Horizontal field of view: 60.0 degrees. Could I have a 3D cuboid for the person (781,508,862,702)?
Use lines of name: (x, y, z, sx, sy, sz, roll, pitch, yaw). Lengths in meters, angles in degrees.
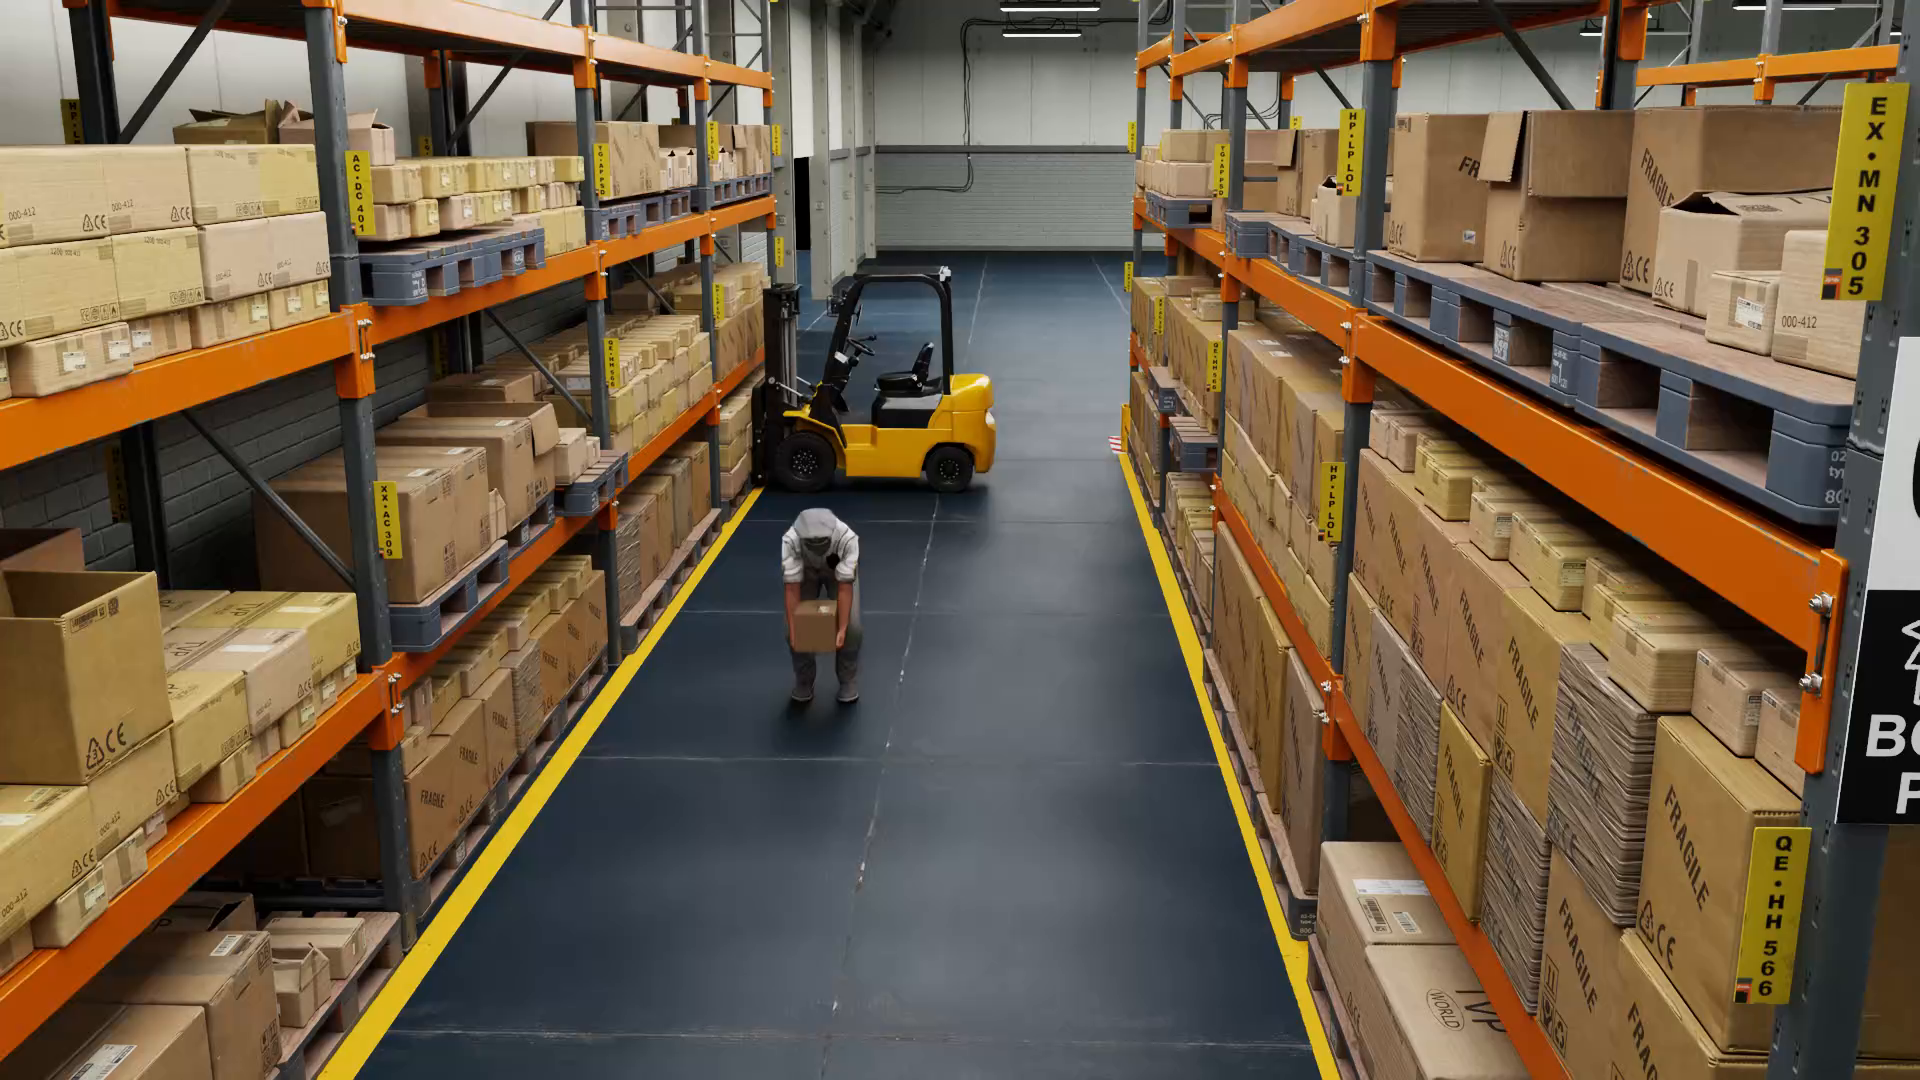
person: (-0.859, 0.392, 10.260, 0.494, 1.341, 0.987, 0, 14, 0)
